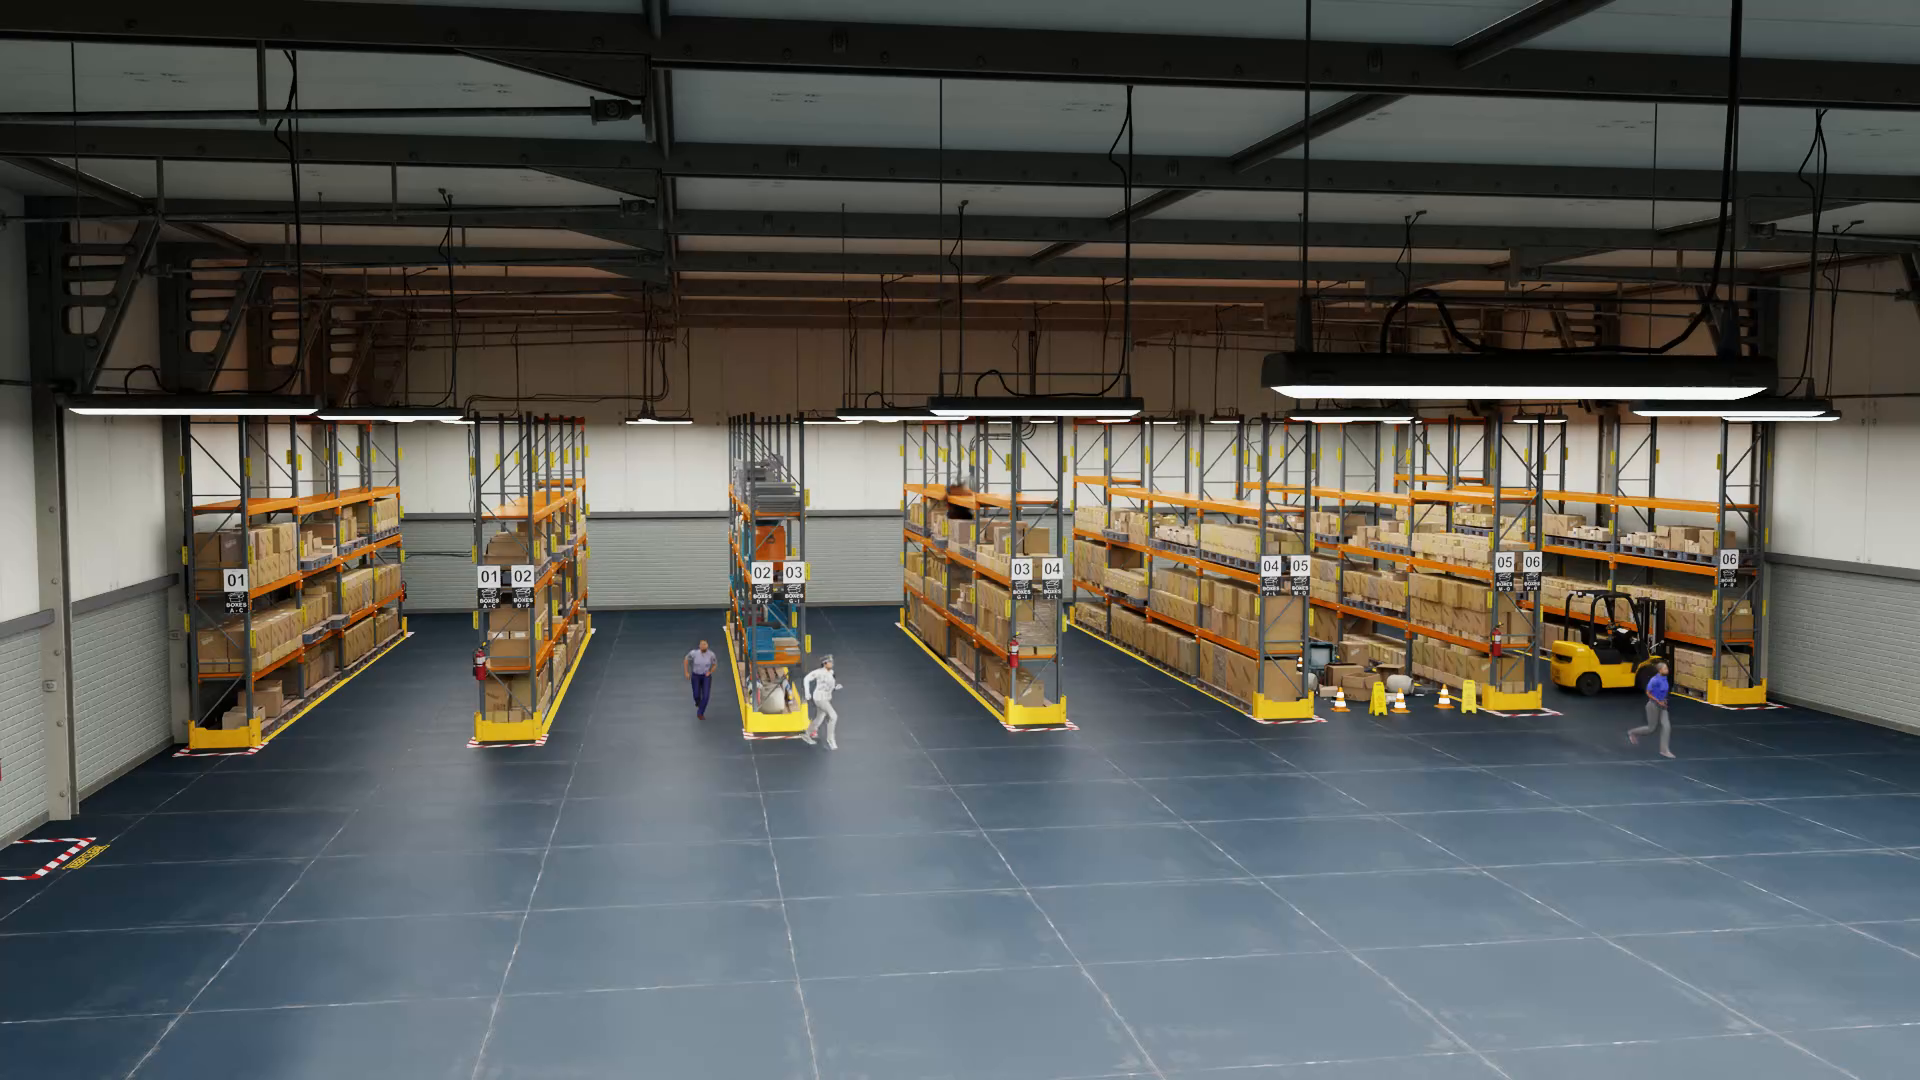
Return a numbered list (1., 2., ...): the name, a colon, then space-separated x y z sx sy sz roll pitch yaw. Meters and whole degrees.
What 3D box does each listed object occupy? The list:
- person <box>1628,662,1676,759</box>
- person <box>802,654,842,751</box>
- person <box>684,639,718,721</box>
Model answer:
1. person: 12.141 2.943 29.066 0.599 1.647 0.875 -3 5 -41
2. person: -2.466 2.876 29.569 0.822 1.719 0.636 2 4 27
3. person: -5.071 2.737 32.582 0.644 1.594 0.647 -1 4 -13
